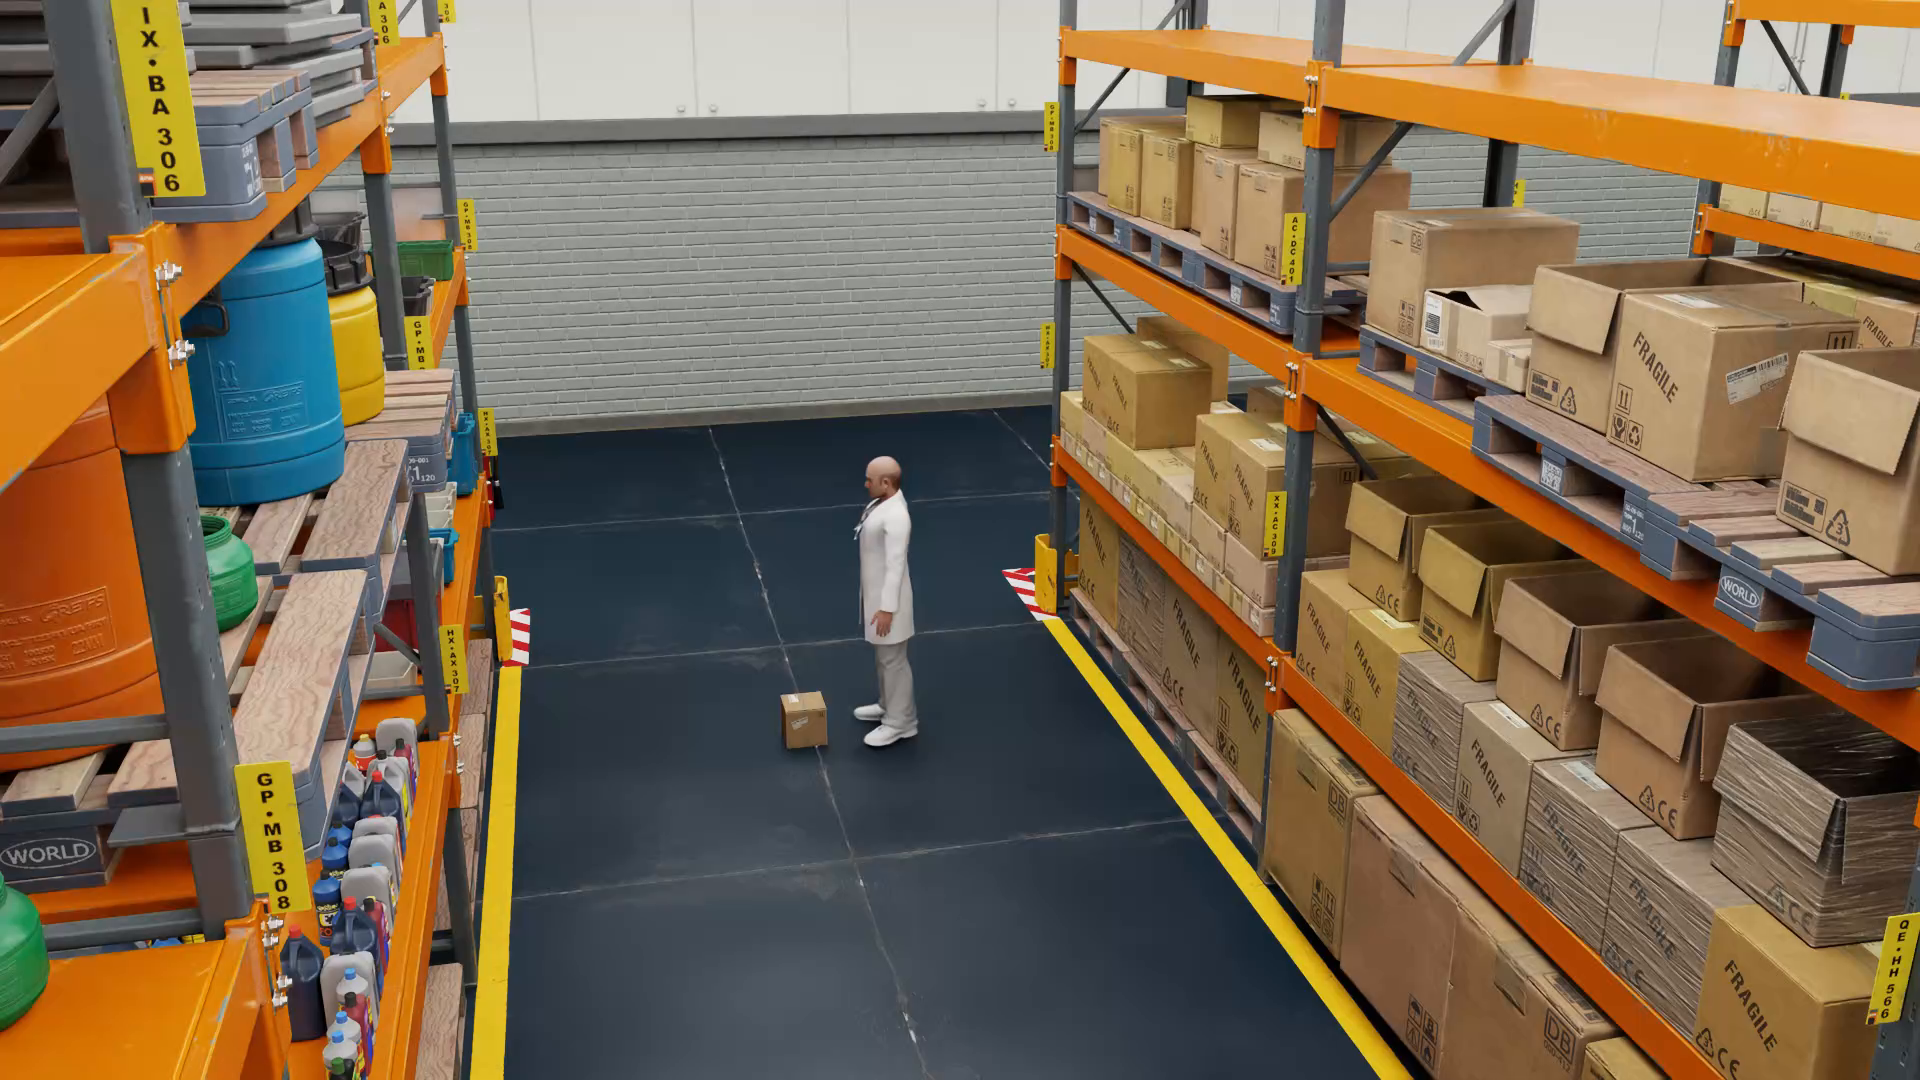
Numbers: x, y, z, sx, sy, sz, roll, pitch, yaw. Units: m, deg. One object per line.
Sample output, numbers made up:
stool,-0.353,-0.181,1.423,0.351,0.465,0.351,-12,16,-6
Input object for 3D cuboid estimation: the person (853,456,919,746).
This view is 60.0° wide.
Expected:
person,-0.452,0.355,10.070,0.370,1.782,0.585,-3,20,-10
